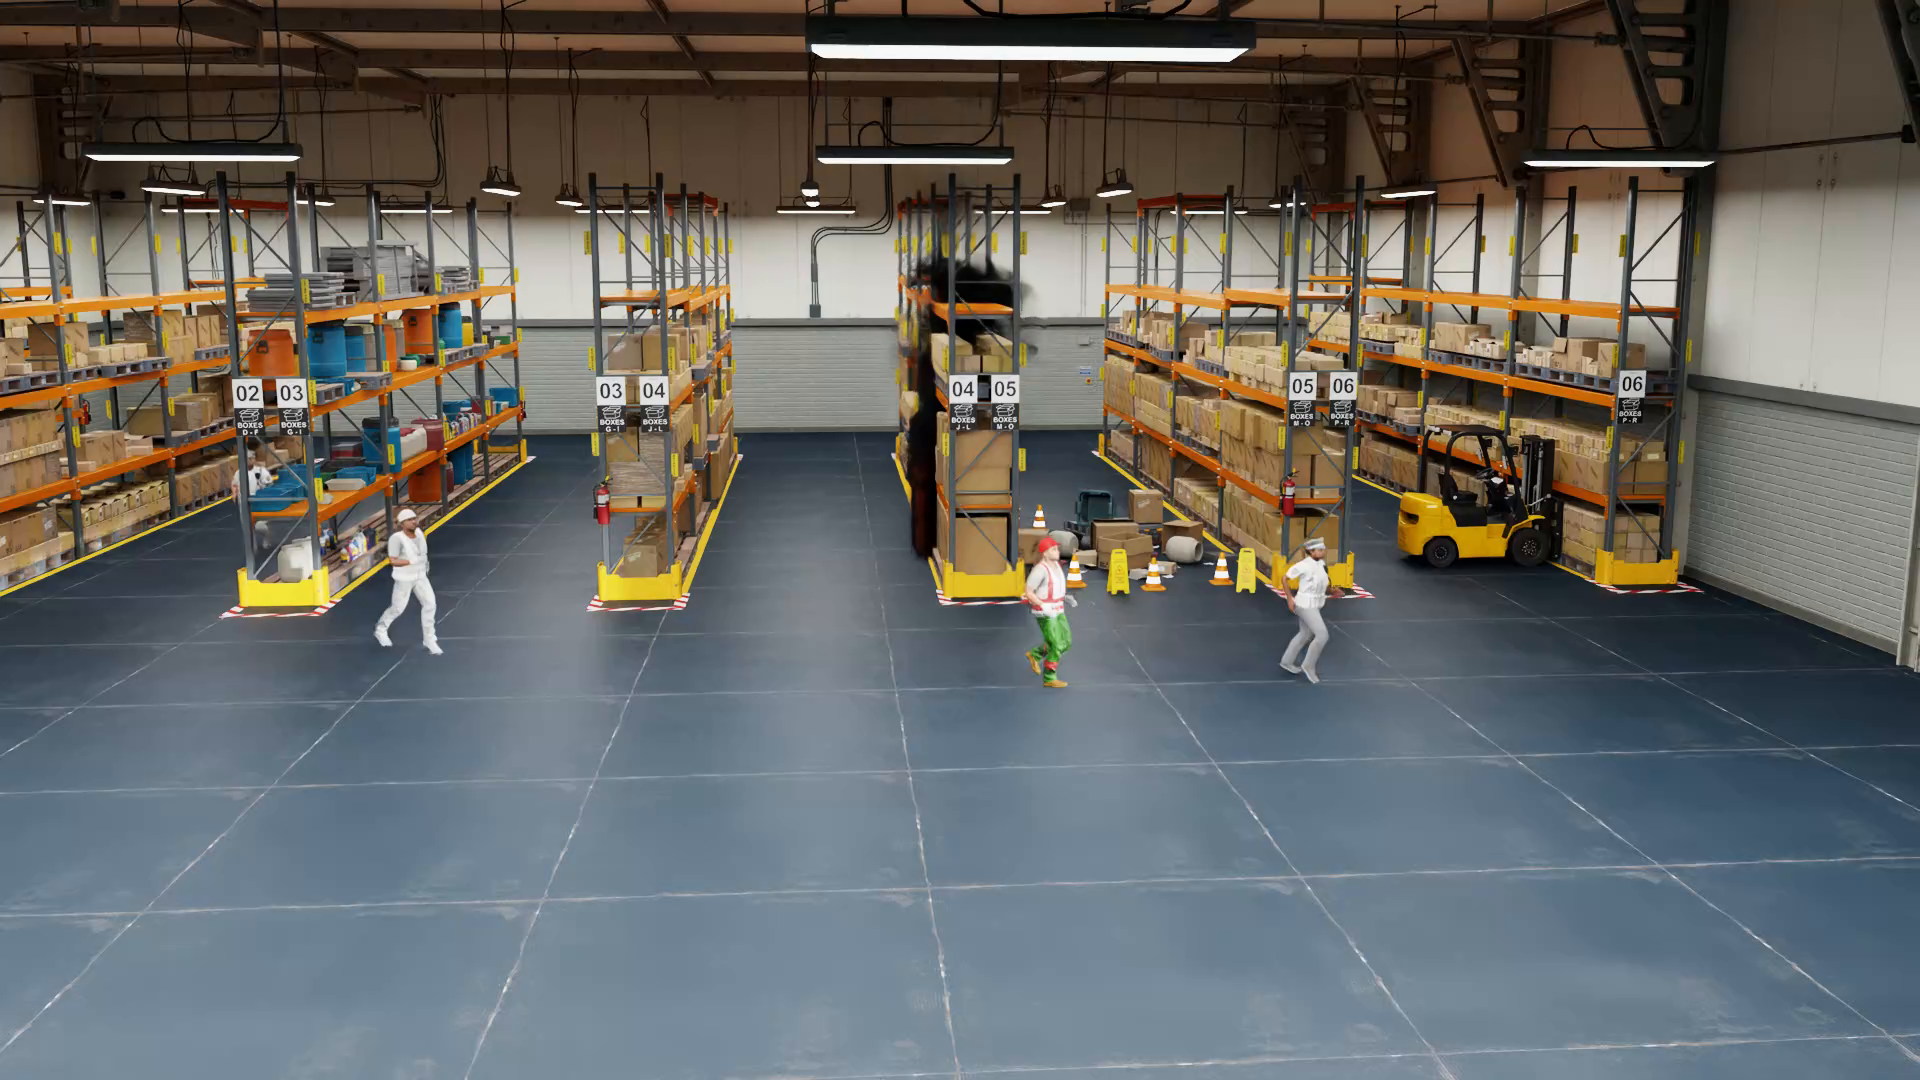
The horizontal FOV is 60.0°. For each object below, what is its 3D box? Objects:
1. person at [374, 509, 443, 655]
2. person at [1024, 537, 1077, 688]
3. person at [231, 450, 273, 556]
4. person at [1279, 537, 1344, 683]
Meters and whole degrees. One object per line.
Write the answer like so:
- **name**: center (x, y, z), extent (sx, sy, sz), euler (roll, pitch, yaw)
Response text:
- **person**: center (-6.885, 0.509, 20.706), extent (0.928, 1.832, 0.695), euler (6, 11, 29)
- **person**: center (0.983, 0.826, 19.007), extent (0.612, 1.742, 0.643), euler (7, 12, 33)
- **person**: center (-11.579, -0.620, 27.210), extent (0.661, 1.731, 0.629), euler (-1, 10, -8)
- **person**: center (4.077, 0.807, 19.322), extent (0.802, 1.724, 0.537), euler (8, 13, 38)
